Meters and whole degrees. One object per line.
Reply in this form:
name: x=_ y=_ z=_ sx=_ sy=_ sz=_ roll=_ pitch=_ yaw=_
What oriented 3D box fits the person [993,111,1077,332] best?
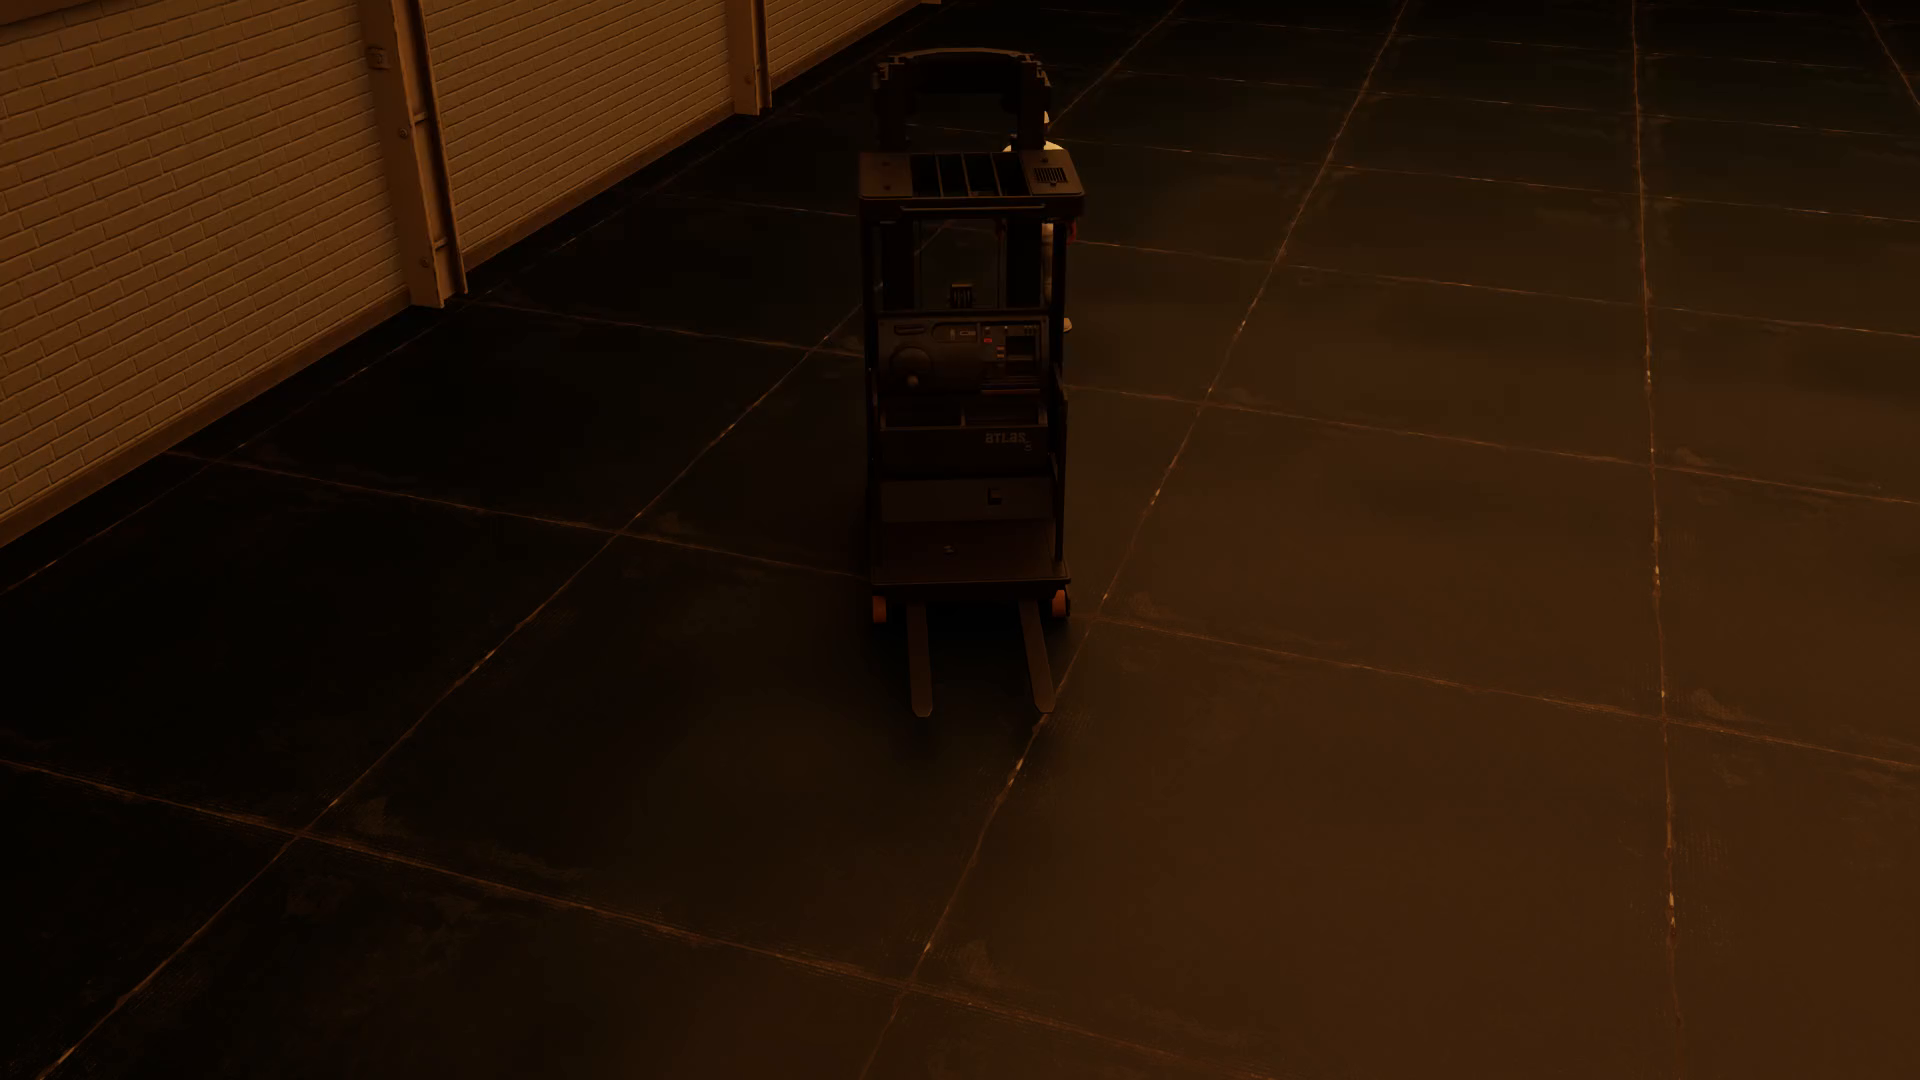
person: x=0.562 y=-2.390 z=12.515 sx=0.635 sy=1.760 sz=0.456 roll=4 pitch=30 yaw=7

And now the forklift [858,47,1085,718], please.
forklift: x=0.035 y=-0.972 z=8.842 sx=1.130 sy=2.935 sz=3.031 roll=-2 pitch=30 yaw=-3
